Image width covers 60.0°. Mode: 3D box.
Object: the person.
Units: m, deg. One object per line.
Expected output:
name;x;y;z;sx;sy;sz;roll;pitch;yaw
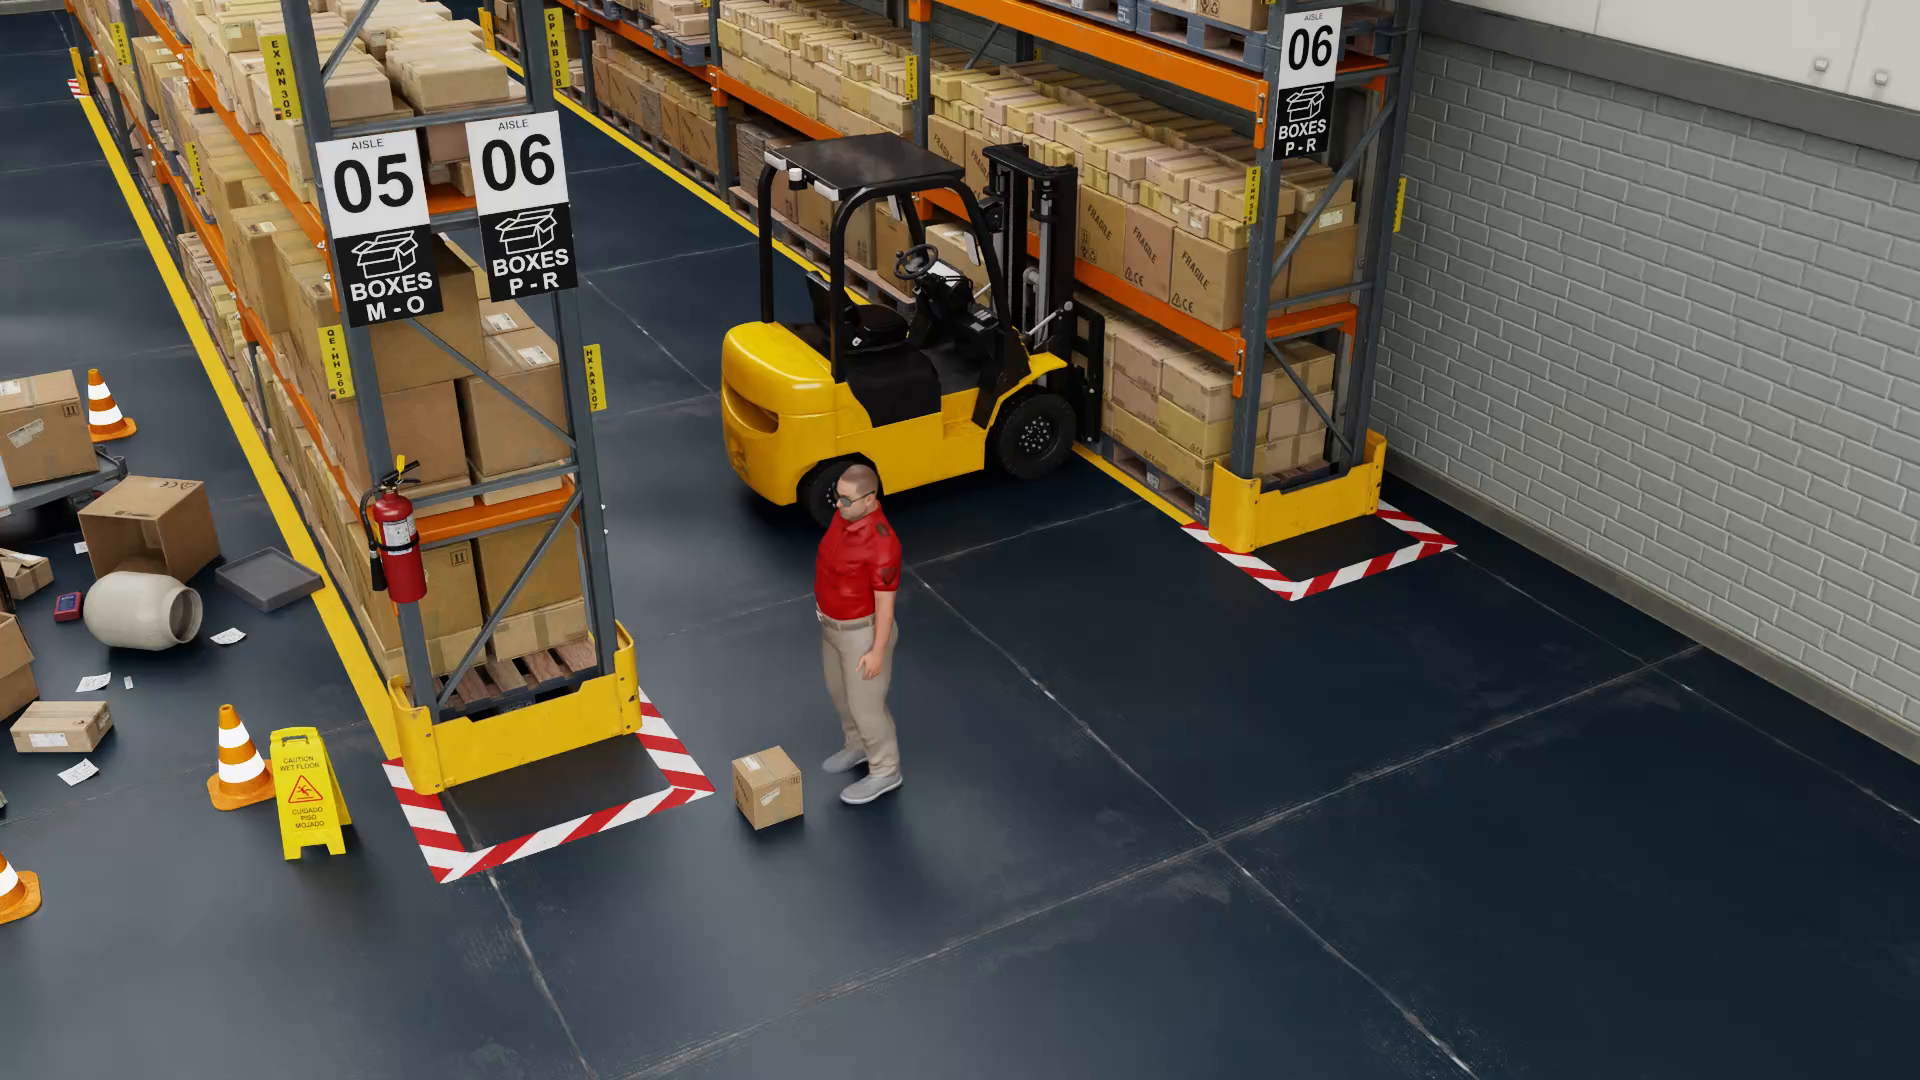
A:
person;-0.488;0.441;7.809;0.360;1.740;0.528;-15;32;-25
